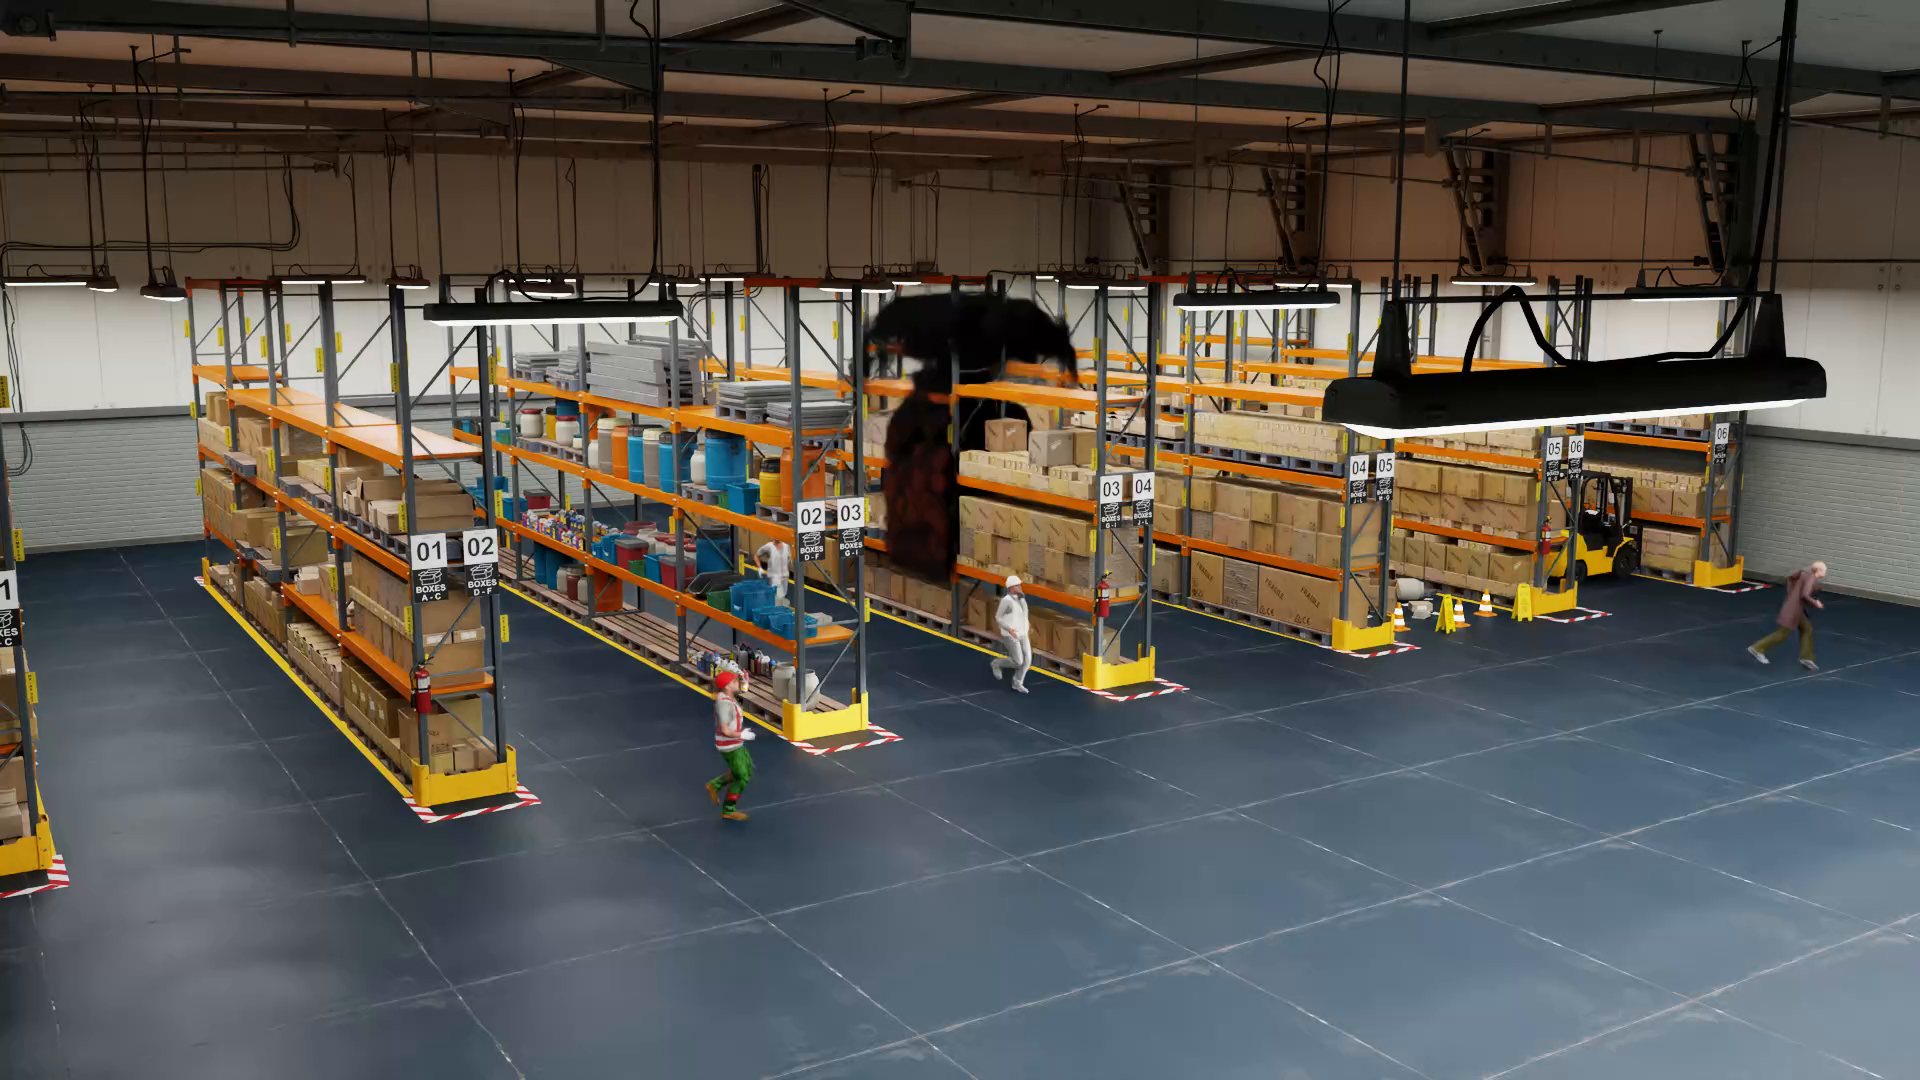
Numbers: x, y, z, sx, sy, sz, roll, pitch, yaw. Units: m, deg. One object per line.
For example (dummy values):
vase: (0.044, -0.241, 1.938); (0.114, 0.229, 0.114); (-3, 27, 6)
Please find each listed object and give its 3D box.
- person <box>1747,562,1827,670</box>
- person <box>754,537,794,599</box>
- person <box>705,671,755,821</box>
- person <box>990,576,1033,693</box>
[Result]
person: (12.950, 1.182, 26.022); (1.082, 1.742, 0.754); (2, 10, 13)
person: (-3.132, 0.677, 28.563); (0.650, 1.828, 0.772); (-8, 13, -40)
person: (-2.618, 2.334, 18.910); (0.574, 1.738, 0.715); (-2, 10, -10)
person: (0.772, 1.383, 24.686); (0.627, 1.744, 0.668); (8, 12, 39)
